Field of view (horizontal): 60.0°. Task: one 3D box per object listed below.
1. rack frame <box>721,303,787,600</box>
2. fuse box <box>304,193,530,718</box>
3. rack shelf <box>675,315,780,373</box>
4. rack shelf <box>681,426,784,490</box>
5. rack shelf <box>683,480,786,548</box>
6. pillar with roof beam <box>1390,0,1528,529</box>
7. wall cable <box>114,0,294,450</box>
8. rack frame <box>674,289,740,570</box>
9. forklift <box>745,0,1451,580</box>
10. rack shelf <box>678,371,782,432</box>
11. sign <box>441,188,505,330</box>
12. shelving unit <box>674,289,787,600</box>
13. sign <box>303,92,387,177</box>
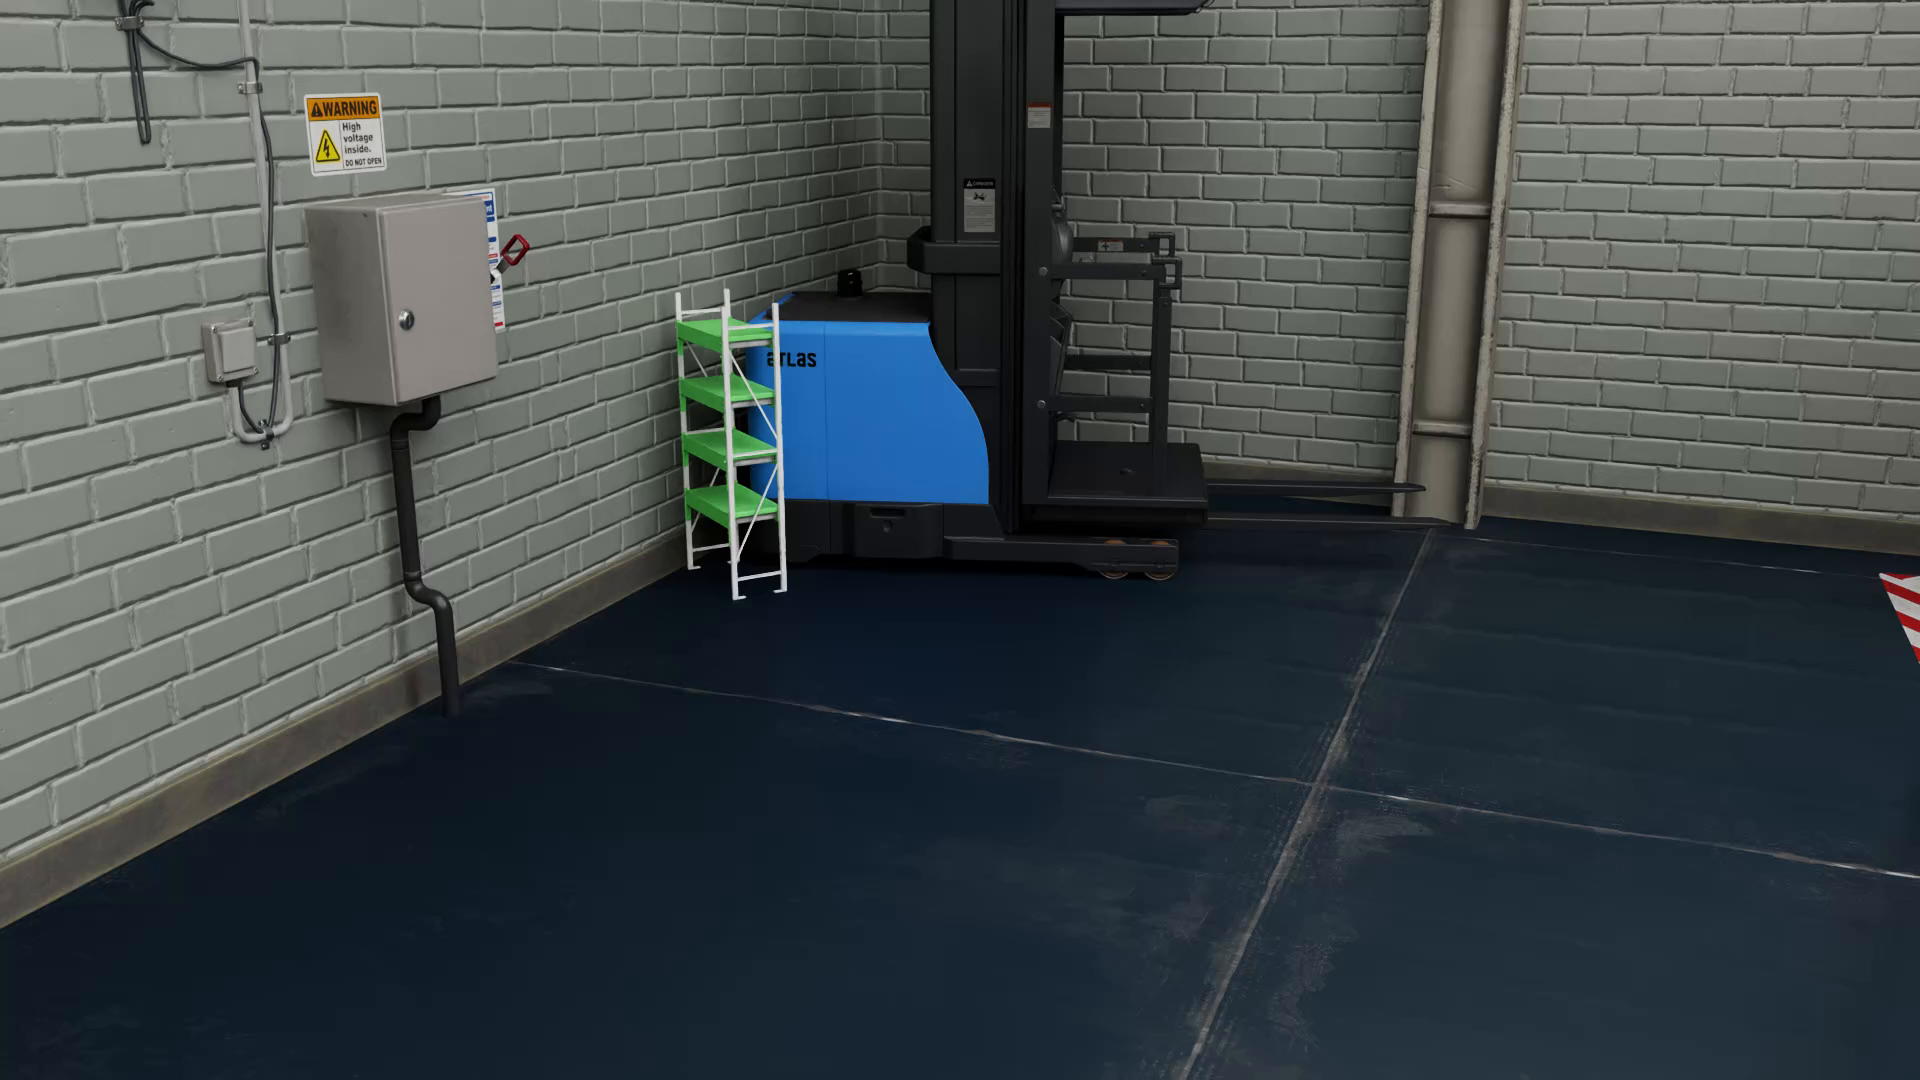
[{"bbox_3d":[-0.829,-0.348,6.721,0.240,1.200,0.015,-9,19,-29],"label":"rack frame"},{"bbox_3d":[-1.683,-0.234,5.412,0.414,1.711,0.539,6,17,21],"label":"fuse box"},{"bbox_3d":[-0.954,-0.806,6.806,0.258,0.148,0.480,-9,19,-29],"label":"rack shelf"},{"bbox_3d":[-0.954,-0.345,6.940,0.258,0.148,0.480,-9,19,-29],"label":"rack shelf"},{"bbox_3d":[-0.954,-0.115,7.007,0.258,0.148,0.480,-9,19,-29],"label":"rack shelf"},{"bbox_3d":[0.725,-3.314,2.950,0.400,9.000,9.100,6,17,21],"label":"pillar with roof beam"},{"bbox_3d":[-2.080,-1.180,4.536,0.122,1.984,0.588,6,17,21],"label":"wall cable"},{"bbox_3d":[-1.079,-0.465,7.124,0.240,1.200,0.015,-9,19,-29],"label":"rack frame"},{"bbox_3d":[0.620,-1.391,7.208,3.031,2.935,1.130,2,16,5],"label":"forklift"},{"bbox_3d":[-0.954,-0.576,6.873,0.258,0.148,0.480,-9,19,-29],"label":"rack shelf"},{"bbox_3d":[-1.695,-0.957,5.760,0.001,0.494,0.329,6,17,21],"label":"sign"},{"bbox_3d":[-0.954,-0.407,6.922,0.258,1.200,0.503,-9,19,-29],"label":"shelving unit"},{"bbox_3d":[-1.896,-1.257,5.141,0.001,0.242,0.339,6,17,21],"label":"sign"}]
